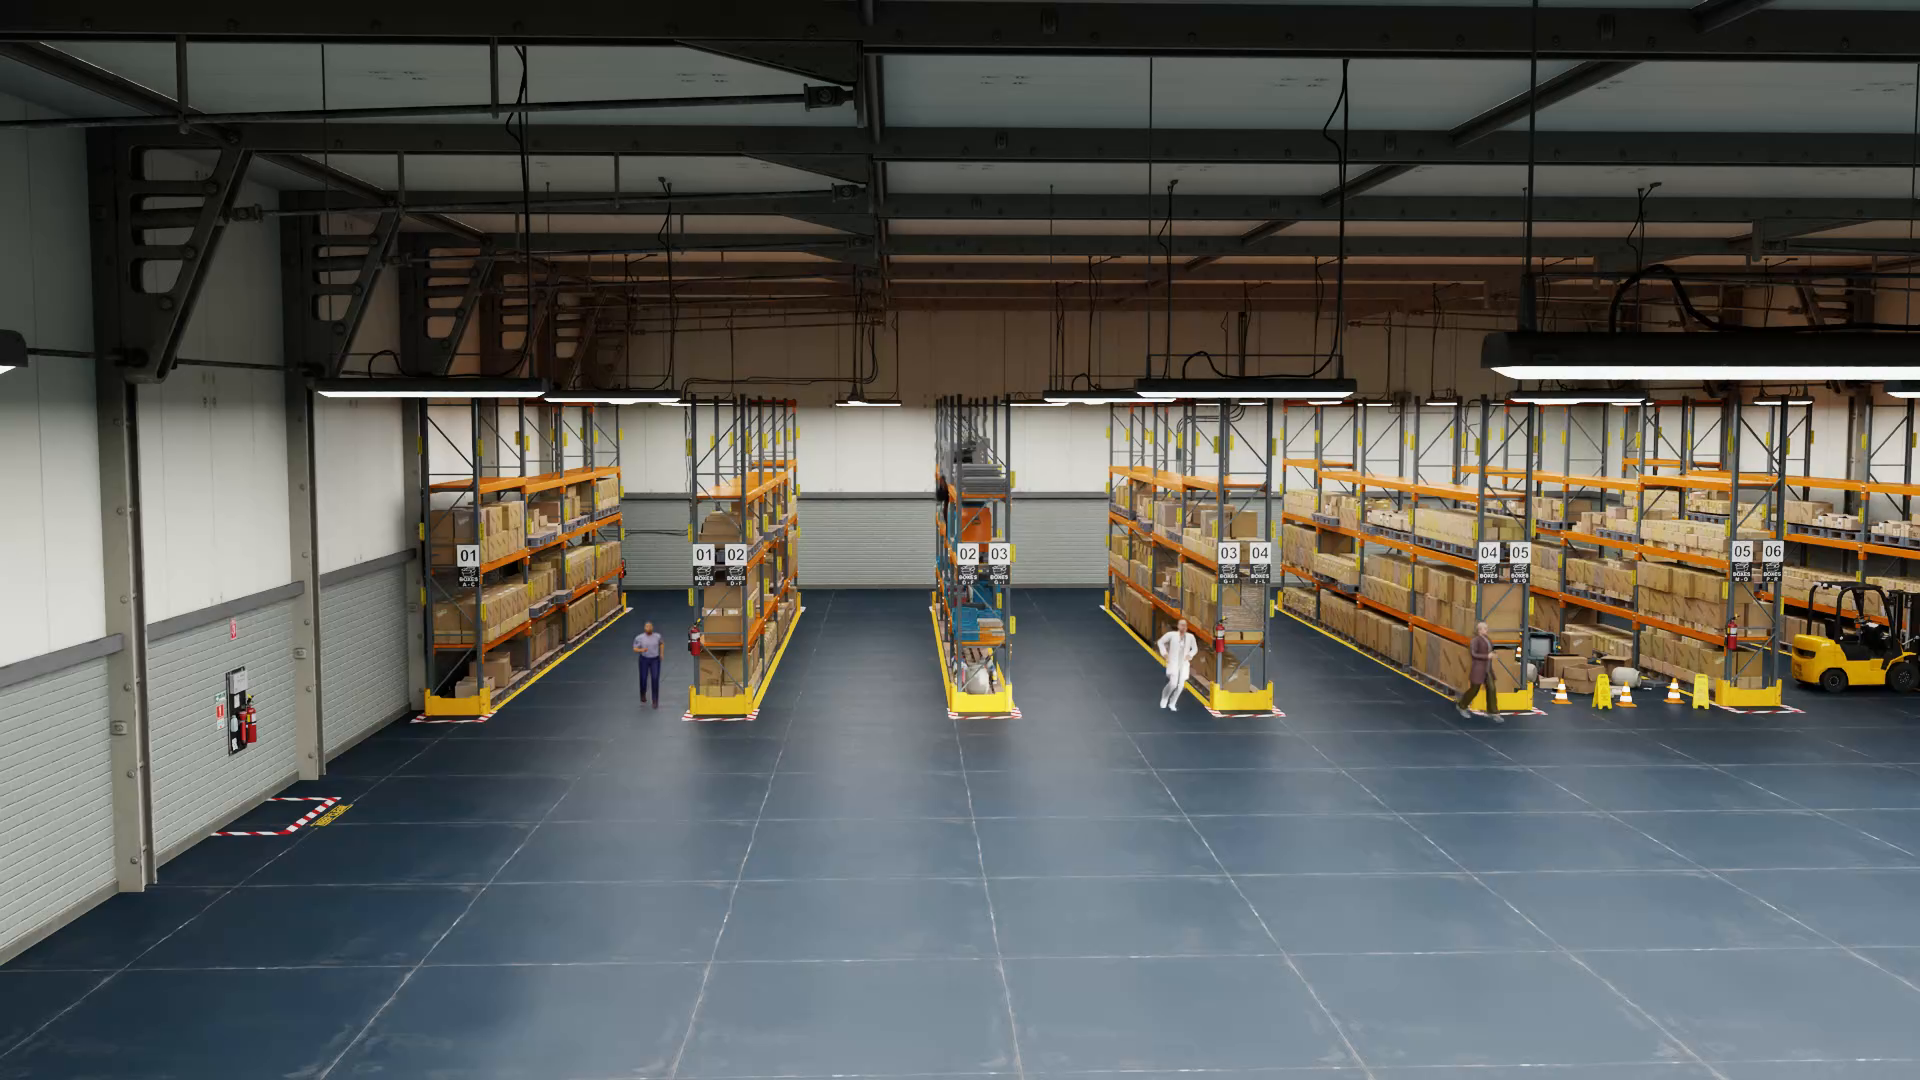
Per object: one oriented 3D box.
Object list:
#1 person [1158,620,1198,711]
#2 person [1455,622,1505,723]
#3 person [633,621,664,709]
[{"bbox_3d":[4.154,2.380,31.574,0.722,1.745,0.626,-1,5,-12],"label":"person"},{"bbox_3d":[9.564,2.411,30.512,0.713,1.781,0.956,-4,6,-39],"label":"person"},{"bbox_3d":[-5.965,2.365,31.934,0.609,1.630,0.945,-1,5,-15],"label":"person"}]
